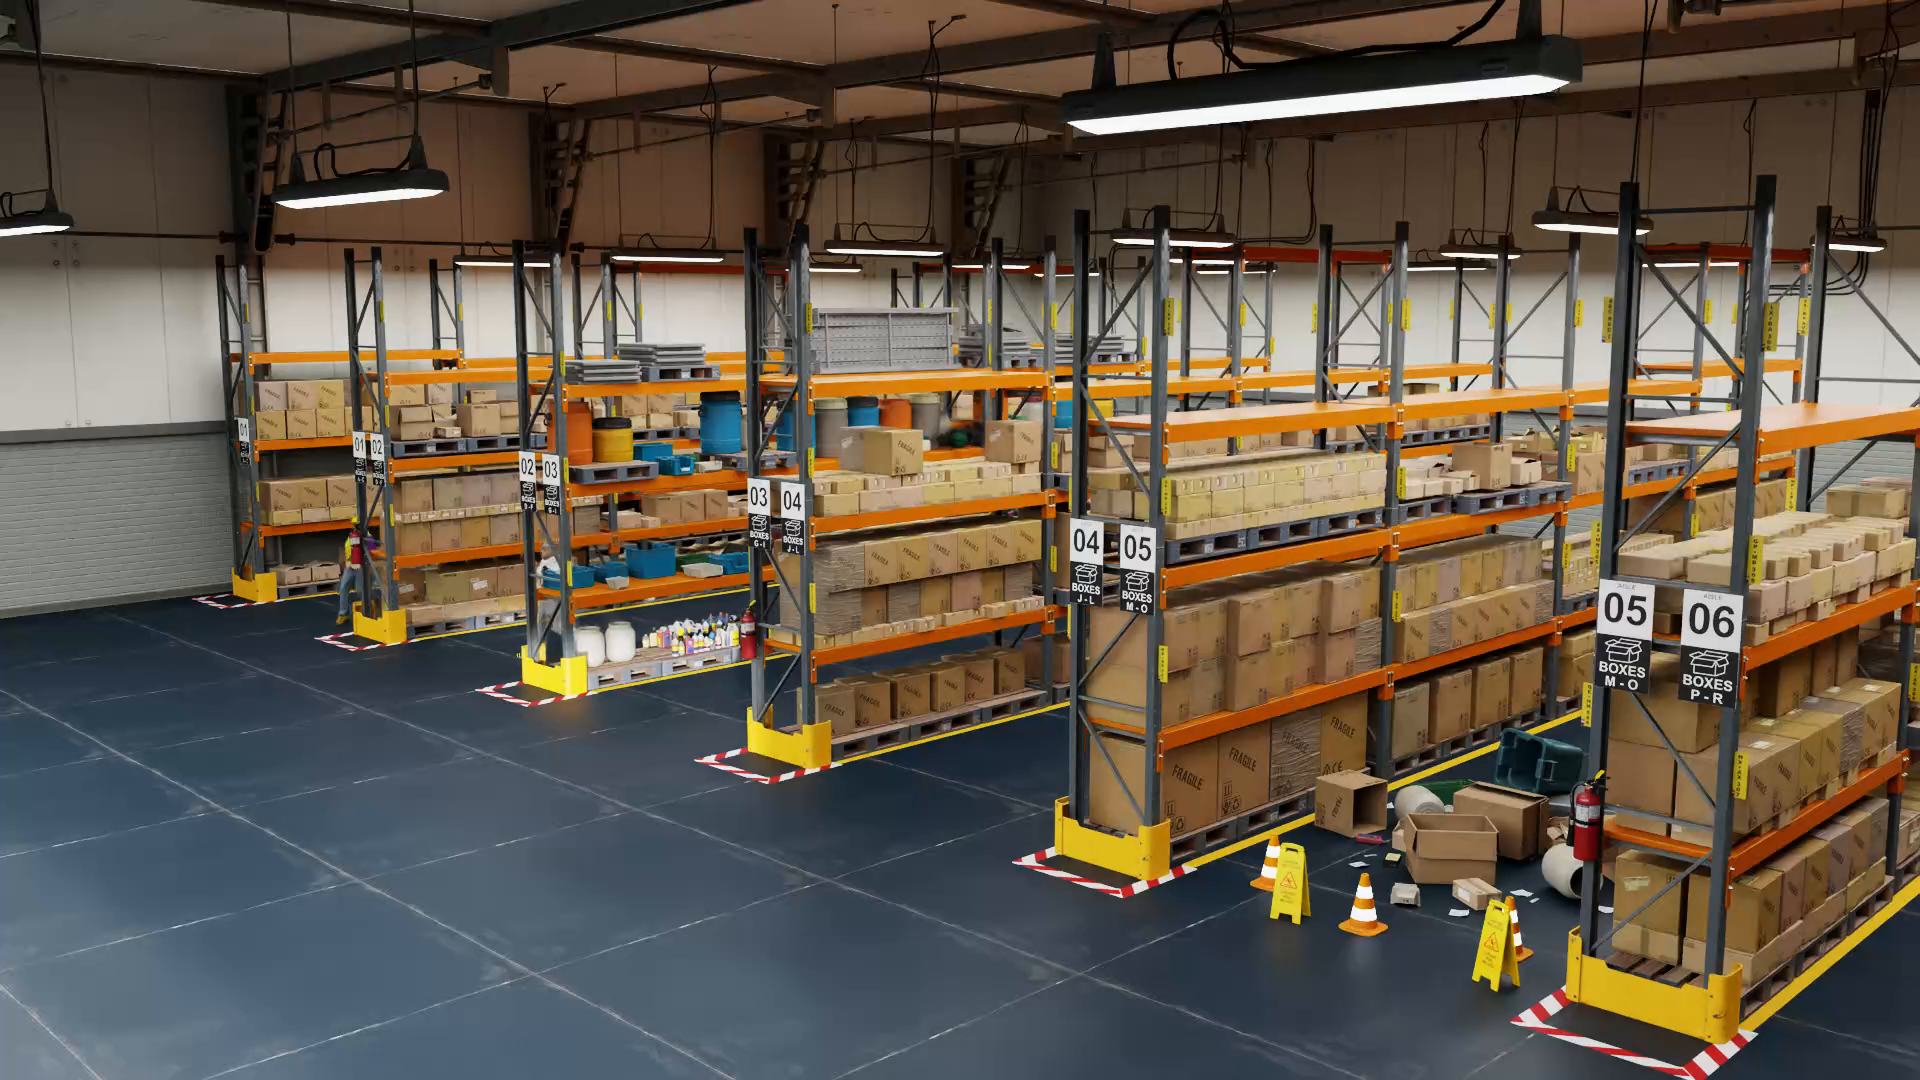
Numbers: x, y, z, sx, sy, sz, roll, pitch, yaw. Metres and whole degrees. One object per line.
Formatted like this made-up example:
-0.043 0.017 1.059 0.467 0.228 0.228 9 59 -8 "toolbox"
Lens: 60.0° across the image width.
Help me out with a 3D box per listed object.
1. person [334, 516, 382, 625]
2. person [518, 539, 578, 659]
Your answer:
-9.789 0.473 27.156 0.733 1.783 0.905 4 9 29 "person"
-5.989 0.857 24.358 0.937 1.776 0.689 -6 10 -38 "person"
